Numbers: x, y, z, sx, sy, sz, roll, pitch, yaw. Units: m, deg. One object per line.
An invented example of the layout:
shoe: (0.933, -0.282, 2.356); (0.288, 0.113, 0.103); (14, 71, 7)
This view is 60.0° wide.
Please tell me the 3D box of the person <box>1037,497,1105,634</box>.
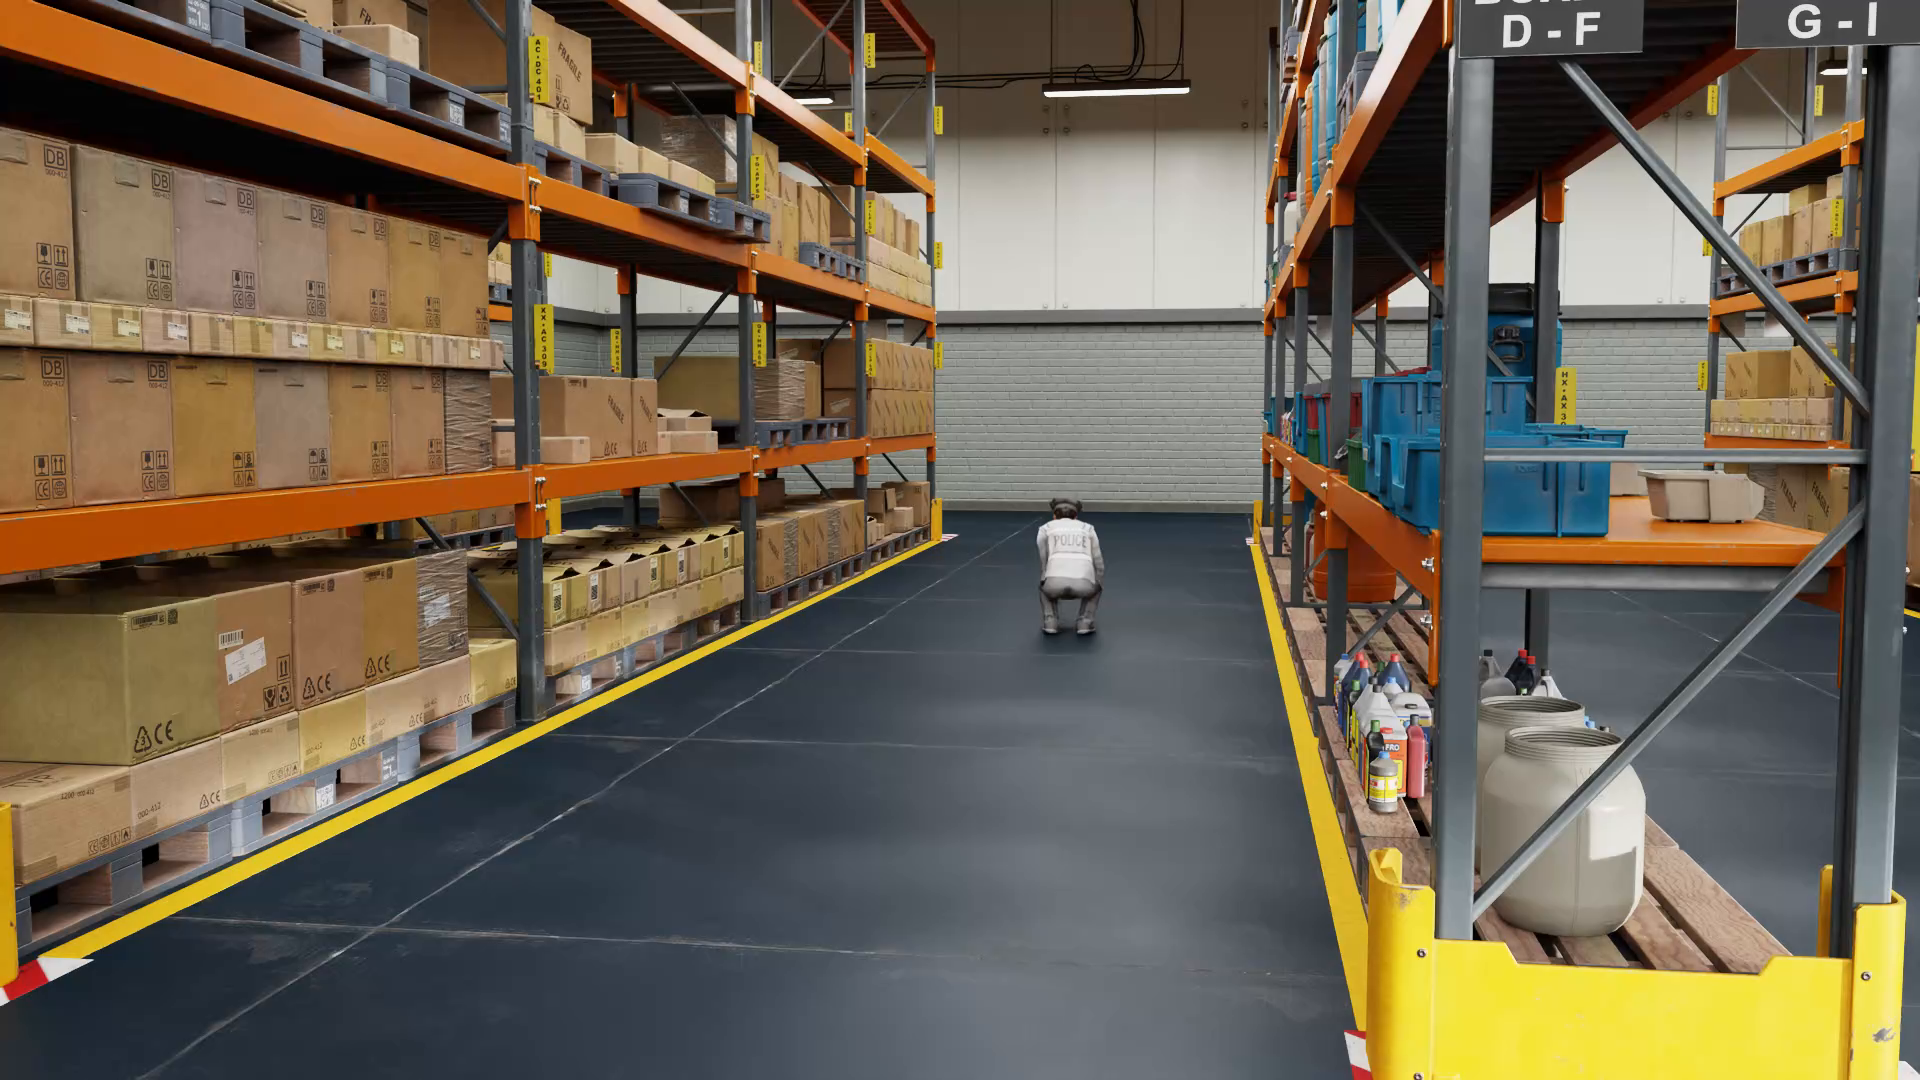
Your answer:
person: (0.798, 0.184, 12.053); (0.486, 0.970, 0.827); (1, 5, 8)
